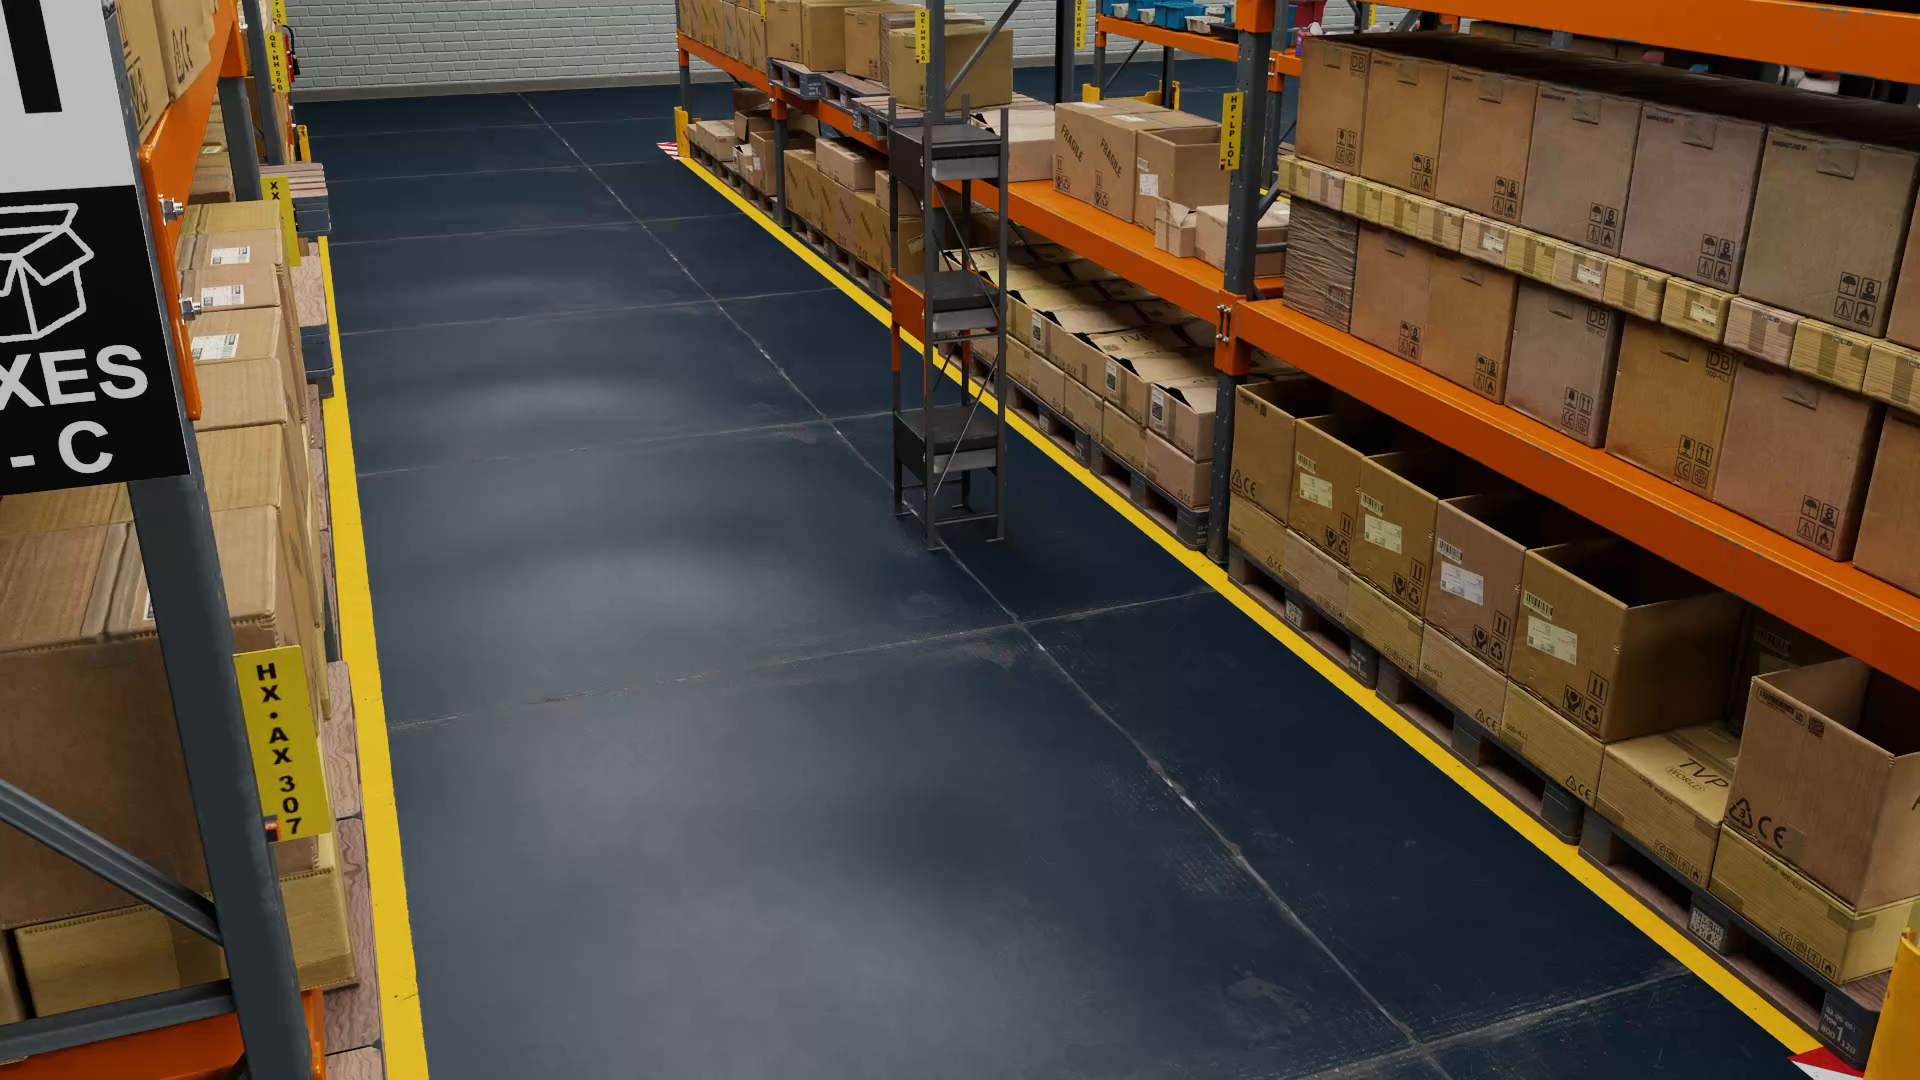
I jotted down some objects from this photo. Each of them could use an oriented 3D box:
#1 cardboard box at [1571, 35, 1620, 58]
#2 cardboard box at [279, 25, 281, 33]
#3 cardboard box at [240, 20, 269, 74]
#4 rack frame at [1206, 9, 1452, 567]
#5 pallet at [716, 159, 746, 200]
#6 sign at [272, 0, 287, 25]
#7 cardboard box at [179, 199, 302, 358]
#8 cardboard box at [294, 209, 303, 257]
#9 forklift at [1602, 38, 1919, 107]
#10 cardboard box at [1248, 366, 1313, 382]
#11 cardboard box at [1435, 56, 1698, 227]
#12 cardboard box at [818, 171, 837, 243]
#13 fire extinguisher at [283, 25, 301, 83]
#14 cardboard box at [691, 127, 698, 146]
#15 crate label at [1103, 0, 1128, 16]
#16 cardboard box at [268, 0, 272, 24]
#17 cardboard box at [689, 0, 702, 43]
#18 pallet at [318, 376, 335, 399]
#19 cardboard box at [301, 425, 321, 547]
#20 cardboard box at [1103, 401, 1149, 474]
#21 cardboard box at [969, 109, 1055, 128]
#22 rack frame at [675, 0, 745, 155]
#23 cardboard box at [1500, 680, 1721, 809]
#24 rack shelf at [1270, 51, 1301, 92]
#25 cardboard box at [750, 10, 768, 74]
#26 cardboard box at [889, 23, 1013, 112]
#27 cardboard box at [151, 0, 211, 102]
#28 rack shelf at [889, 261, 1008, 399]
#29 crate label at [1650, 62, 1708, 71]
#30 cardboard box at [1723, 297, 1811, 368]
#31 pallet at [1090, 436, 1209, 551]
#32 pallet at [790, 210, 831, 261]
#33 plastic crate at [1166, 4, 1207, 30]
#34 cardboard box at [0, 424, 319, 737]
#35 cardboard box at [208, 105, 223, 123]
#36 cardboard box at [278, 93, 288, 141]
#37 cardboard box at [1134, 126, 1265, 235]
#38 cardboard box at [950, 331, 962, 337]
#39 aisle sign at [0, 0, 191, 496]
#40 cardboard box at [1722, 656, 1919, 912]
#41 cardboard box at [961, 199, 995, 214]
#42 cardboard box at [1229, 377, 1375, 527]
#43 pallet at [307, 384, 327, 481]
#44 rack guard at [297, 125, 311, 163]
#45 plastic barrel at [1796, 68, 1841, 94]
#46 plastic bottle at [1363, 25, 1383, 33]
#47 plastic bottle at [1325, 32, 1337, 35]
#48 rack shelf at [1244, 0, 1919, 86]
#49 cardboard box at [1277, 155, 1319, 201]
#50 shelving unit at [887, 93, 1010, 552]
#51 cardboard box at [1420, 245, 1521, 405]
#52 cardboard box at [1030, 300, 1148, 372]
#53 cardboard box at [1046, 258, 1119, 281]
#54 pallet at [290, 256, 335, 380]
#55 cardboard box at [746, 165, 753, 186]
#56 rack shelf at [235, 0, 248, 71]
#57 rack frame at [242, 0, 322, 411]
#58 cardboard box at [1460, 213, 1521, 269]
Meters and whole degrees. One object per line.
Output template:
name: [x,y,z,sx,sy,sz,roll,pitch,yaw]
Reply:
cardboard box: [7.647,-5.404,19.404,0.875,0.875,0.875,-8,24,-19]
cardboard box: [-6.474,-4.439,14.535,0.980,0.700,0.700,-10,25,-22]
cardboard box: [-4.295,-2.868,9.690,0.500,0.250,0.500,-8,24,-18]
rack frame: [1.681,-1.347,7.584,1.000,3.000,0.127,-8,24,-19]
pallet: [-1.822,-3.662,16.668,1.003,0.211,1.213,-8,24,-19]
sign: [-5.274,-4.148,12.840,0.100,0.325,0.005,-8,24,-19]
cardboard box: [-2.496,-0.822,5.541,0.500,0.500,0.500,-8,24,-19]
cardboard box: [-4.502,-1.608,10.429,0.750,0.750,0.750,-9,24,-20]
forklift: [3.640,-1.520,8.082,1.130,2.935,3.031,-5,23,-12]
cardboard box: [1.768,-0.716,8.365,0.500,0.311,0.500,-8,24,-19]
cardboard box: [2.199,-1.465,6.065,0.700,0.500,0.500,-8,24,-19]
cardboard box: [-0.834,-2.721,13.495,0.500,0.500,0.500,-8,24,-18]
fire extinguisher: [-6.813,-4.937,16.681,0.296,0.674,0.183,-8,24,-19]
cardboard box: [-2.644,-4.314,17.705,0.380,0.166,0.250,-8,24,-19]
crate label: [1.856,-6.201,19.239,0.416,0.233,0.303,-8,24,-19]
cardboard box: [-5.202,-3.789,11.875,0.500,0.250,0.500,-8,24,-18]
cardboard box: [-2.461,-5.369,16.998,0.500,0.500,0.500,-9,24,-20]
pallet: [-4.573,-1.131,10.662,1.003,0.211,1.213,-8,24,-19]
cardboard box: [-2.141,-0.113,4.823,0.500,0.250,0.500,-8,24,-19]
cardboard box: [1.086,-0.568,8.736,0.500,0.250,0.500,-9,24,-20]
cardboard box: [0.355,-2.621,10.722,0.500,0.311,0.500,-7,24,-16]
rack frame: [-2.558,-5.707,17.929,1.000,3.000,0.127,-8,24,-19]
cardboard box: [2.262,0.664,5.812,0.500,0.250,0.500,-8,24,-19]
rack shelf: [4.197,-3.874,14.505,1.077,0.370,4.000,-8,24,-19]
cardboard box: [-1.562,-4.446,14.809,0.500,0.500,0.500,-8,24,-18]
cardboard box: [-0.060,-3.253,11.437,0.700,0.500,0.500,-18,29,-36]
cardboard box: [-1.580,-1.006,2.758,0.500,0.500,0.500,-7,24,-15]
rack shelf: [-0.058,-1.015,7.990,0.431,0.518,0.480,-8,24,-19]
crate label: [5.001,-3.097,11.690,0.502,0.435,0.616,-8,24,-19]
cardboard box: [2.510,-0.631,4.921,0.380,0.149,0.250,-8,24,-18]
pallet: [1.384,-0.324,8.748,1.003,0.211,1.213,-8,24,-19]
pallet: [-0.823,-2.678,14.333,1.003,0.211,1.213,-8,24,-19]
plastic crate: [2.427,-5.614,17.845,0.416,0.233,0.300,-8,24,-19]
cardboard box: [-1.592,0.106,3.338,0.500,0.500,0.500,-8,24,-19]
cardboard box: [-3.729,-1.749,7.843,0.700,0.500,0.500,-8,24,-19]
cardboard box: [-4.474,-2.715,10.292,0.500,0.500,0.500,-8,24,-17]
cardboard box: [1.239,-1.866,8.686,0.500,0.500,0.500,-7,24,-15]
cardboard box: [0.178,-1.496,10.938,0.500,0.250,0.500,-8,24,-19]
aisle sign: [-1.233,-0.426,2.051,0.394,0.787,0.004,-8,24,-19]
cardboard box: [2.626,0.680,4.808,0.500,0.500,0.500,-8,24,-19]
cardboard box: [0.184,-2.245,12.367,0.500,0.500,0.500,-9,25,-21]
cardboard box: [1.552,-0.408,7.389,0.500,0.500,0.500,-8,24,-19]
pallet: [-4.091,-0.550,9.284,1.003,0.211,1.213,-8,24,-19]
rack guard: [-7.200,-3.883,16.819,1.175,0.500,0.348,-8,24,-19]
plastic barrel: [5.771,-2.889,11.068,0.433,0.535,0.433,0,23,0]
plastic bottle: [3.932,-4.776,15.879,0.152,0.276,0.135,-8,24,-19]
plastic bottle: [3.426,-4.522,15.275,0.152,0.276,0.135,-8,24,-19]
rack shelf: [2.387,-1.671,5.417,1.077,0.370,4.000,-8,24,-19]
cardboard box: [1.595,-1.568,7.144,0.380,0.149,0.250,-8,24,-19]
shelving unit: [-0.058,-1.028,7.985,0.431,2.100,0.503,-8,24,-19]
cardboard box: [2.209,-0.859,6.298,0.700,0.500,0.500,-8,24,-18]
cardboard box: [0.732,-1.193,9.495,0.500,0.311,0.500,-9,24,-20]
cardboard box: [0.873,-1.641,10.559,0.500,0.311,0.500,-9,24,-20]
pallet: [-3.086,-0.875,6.712,1.003,0.211,1.213,-8,24,-19]
cardboard box: [-1.801,-3.439,15.651,0.380,0.149,0.250,-8,24,-19]
rack shelf: [-3.659,-2.443,7.249,1.077,0.370,4.000,-8,24,-19]
rack frame: [-4.365,-2.119,9.416,1.000,3.000,0.127,-8,24,-19]
cardboard box: [2.054,-1.100,6.034,0.380,0.149,0.250,-9,25,-21]
